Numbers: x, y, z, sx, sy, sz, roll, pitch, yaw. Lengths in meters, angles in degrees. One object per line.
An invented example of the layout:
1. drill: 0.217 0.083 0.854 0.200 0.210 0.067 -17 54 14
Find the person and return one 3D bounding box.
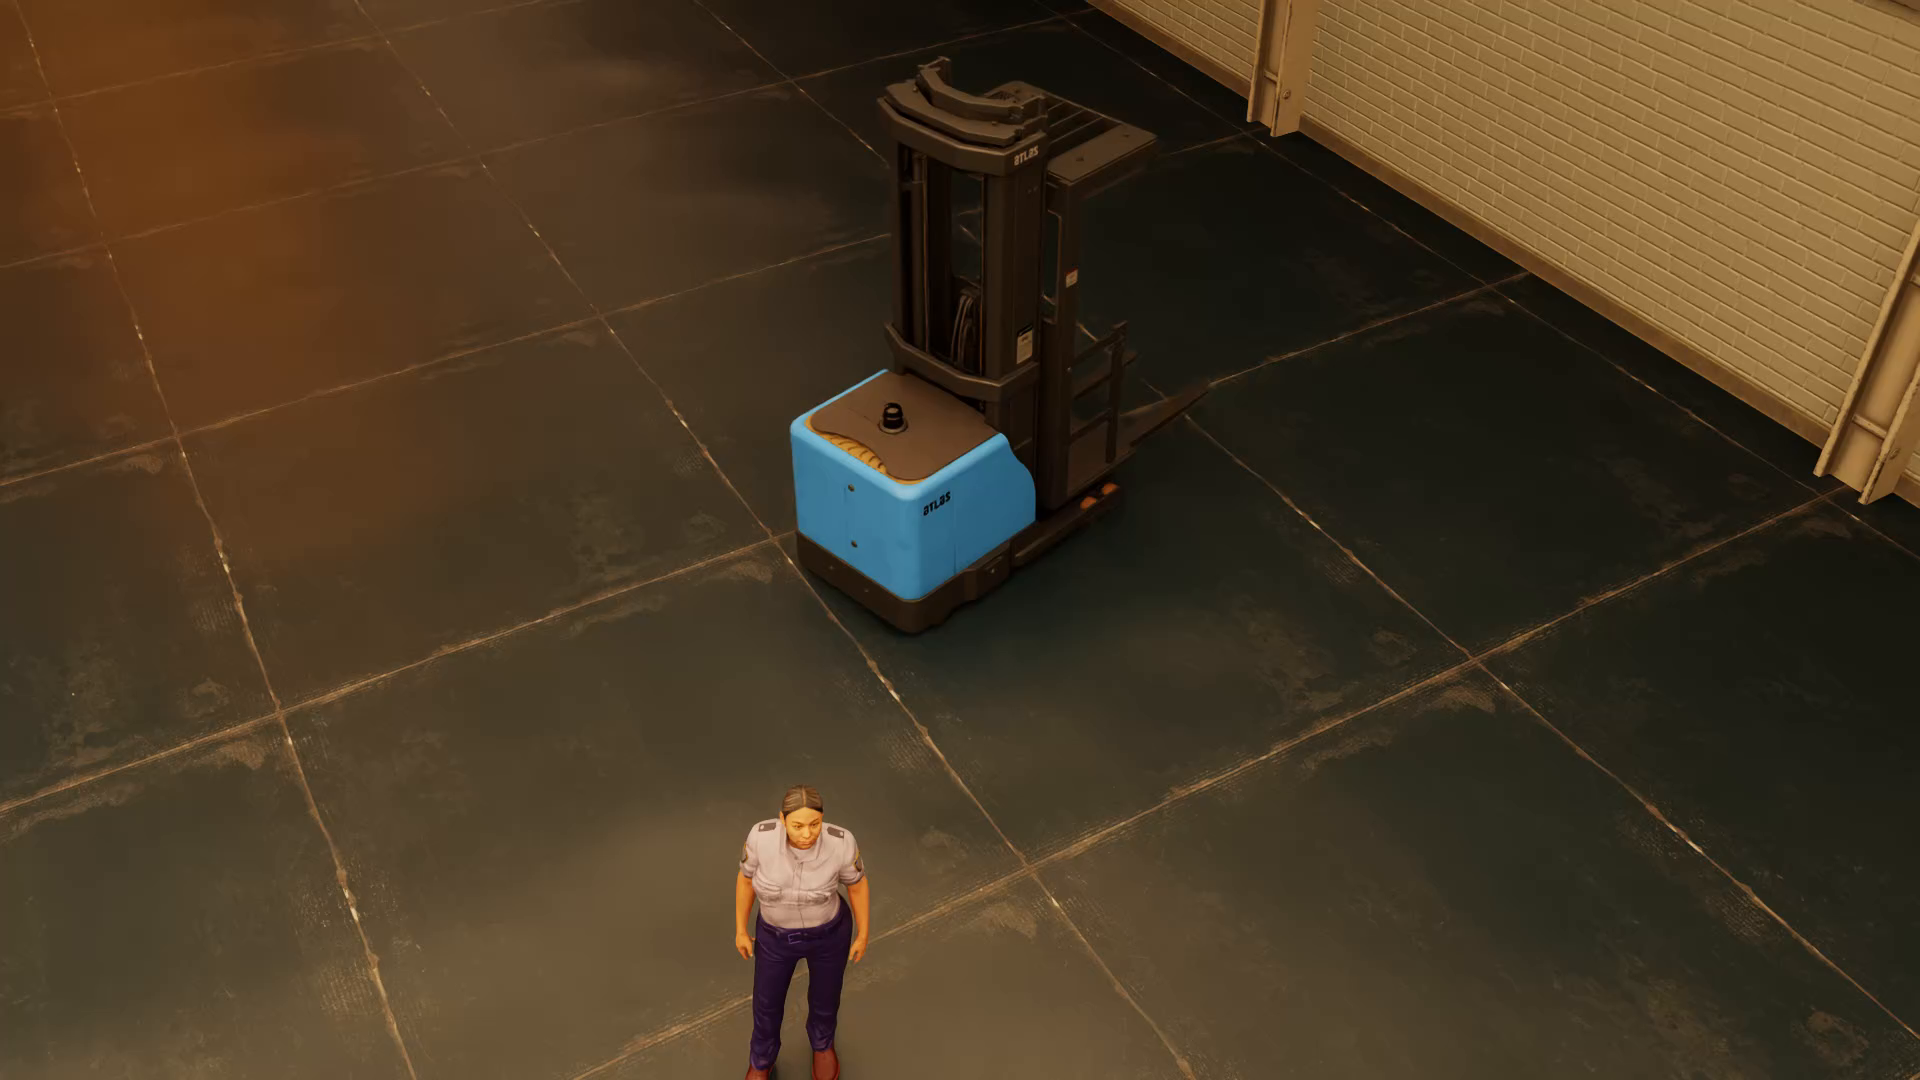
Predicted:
1. person: -0.676 1.714 6.964 0.598 1.651 0.502 -1 40 -1

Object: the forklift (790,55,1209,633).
1. forklift: 0.395 -1.439 9.771 1.130 2.935 3.031 32 49 32
